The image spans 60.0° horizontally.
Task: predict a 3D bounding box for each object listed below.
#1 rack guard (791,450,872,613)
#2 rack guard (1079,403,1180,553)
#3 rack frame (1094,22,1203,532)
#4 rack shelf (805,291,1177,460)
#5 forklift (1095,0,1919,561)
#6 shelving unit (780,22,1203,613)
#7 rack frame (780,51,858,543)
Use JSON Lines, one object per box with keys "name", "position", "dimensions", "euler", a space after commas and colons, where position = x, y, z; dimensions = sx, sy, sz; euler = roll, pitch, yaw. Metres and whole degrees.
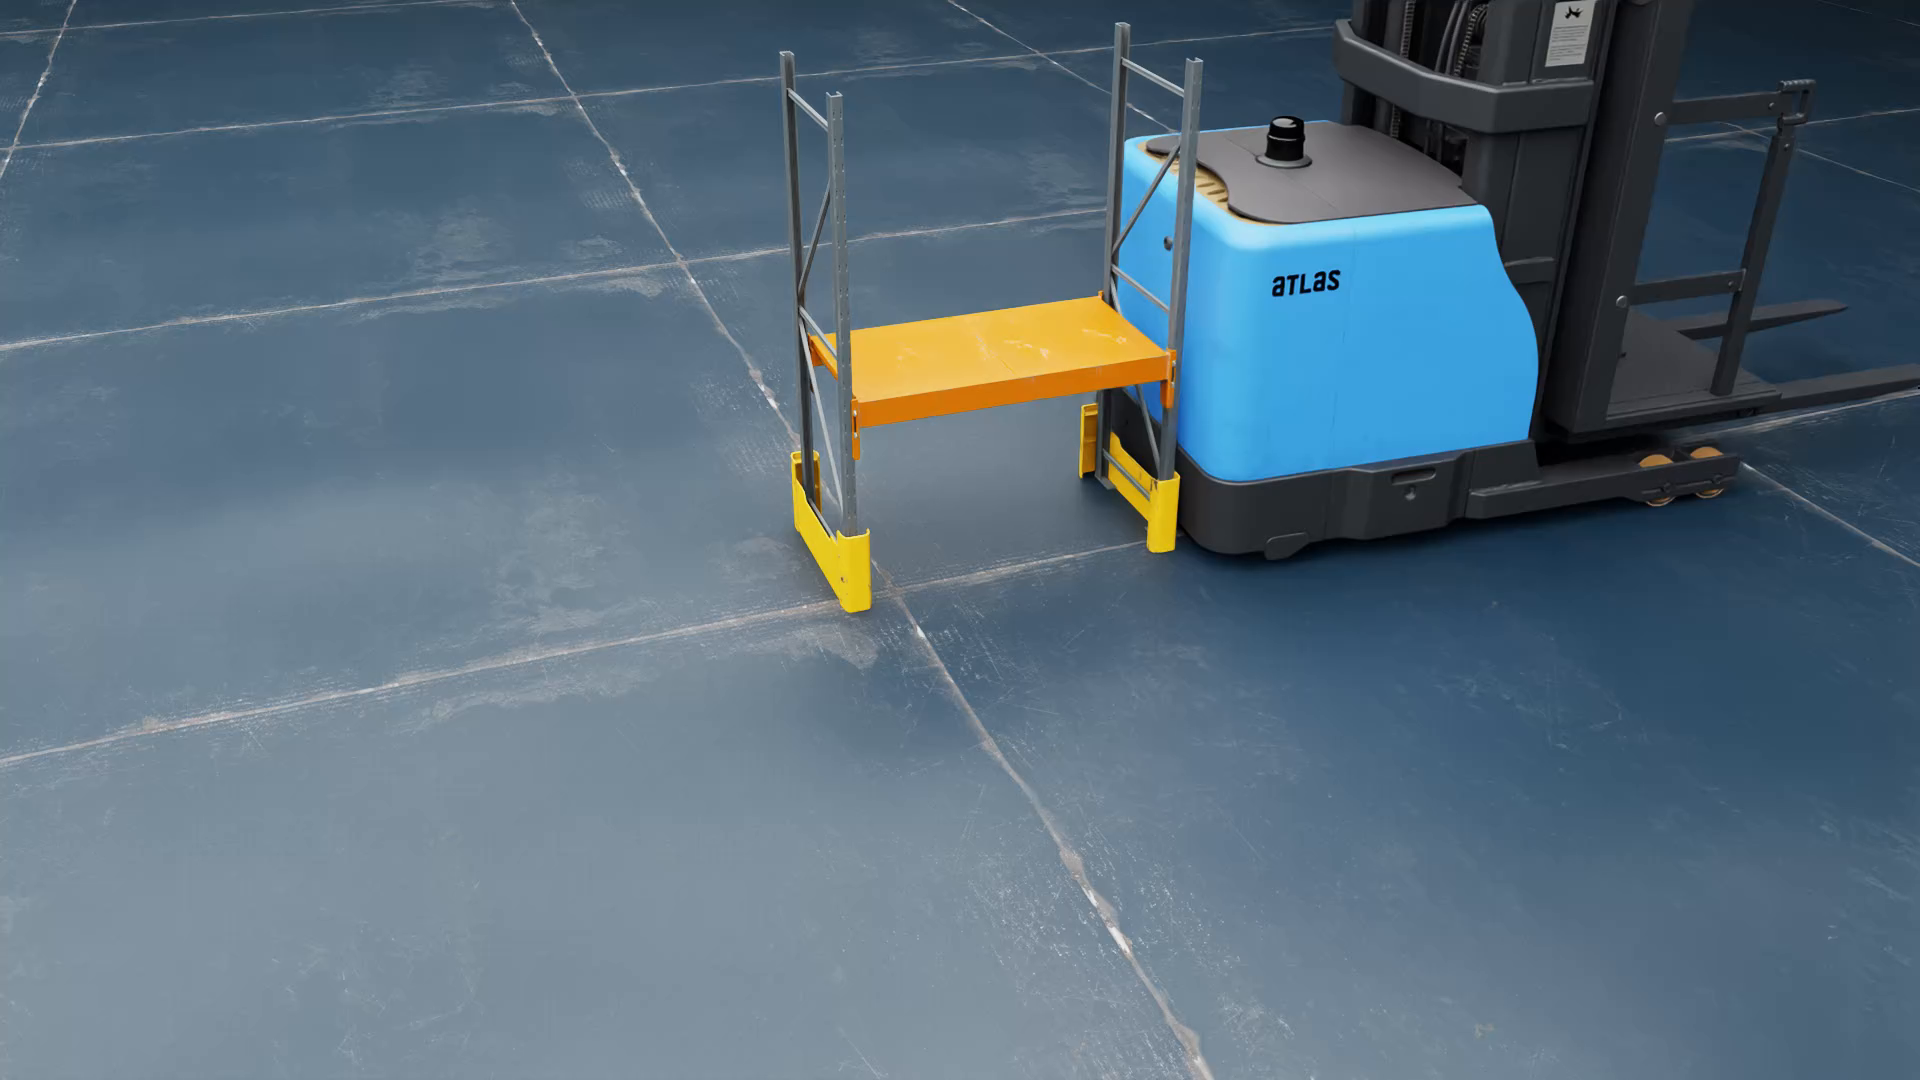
{"name": "rack guard", "position": [-0.395, -0.036, 5.060], "dimensions": [0.087, 0.250, 0.587], "euler": [-10, 31, -18]}
{"name": "rack guard", "position": [0.538, -0.208, 5.362], "dimensions": [0.087, 0.250, 0.587], "euler": [-10, 31, -18]}
{"name": "rack frame", "position": [0.556, -0.754, 5.059], "dimensions": [0.032, 1.500, 0.500], "euler": [-10, 31, -18]}
{"name": "rack shelf", "position": [0.080, -0.510, 4.994], "dimensions": [1.000, 0.185, 0.538], "euler": [-10, 31, -18]}
{"name": "forklift", "position": [2.045, -1.624, 5.139], "dimensions": [3.031, 2.935, 1.130], "euler": [-9, 31, -15]}
{"name": "shelving unit", "position": [0.071, -0.665, 4.902], "dimensions": [1.083, 1.500, 0.587], "euler": [-10, 31, -18]}
{"name": "rack frame", "position": [-0.396, -0.579, 4.751], "dimensions": [0.032, 1.500, 0.500], "euler": [-10, 31, -18]}
